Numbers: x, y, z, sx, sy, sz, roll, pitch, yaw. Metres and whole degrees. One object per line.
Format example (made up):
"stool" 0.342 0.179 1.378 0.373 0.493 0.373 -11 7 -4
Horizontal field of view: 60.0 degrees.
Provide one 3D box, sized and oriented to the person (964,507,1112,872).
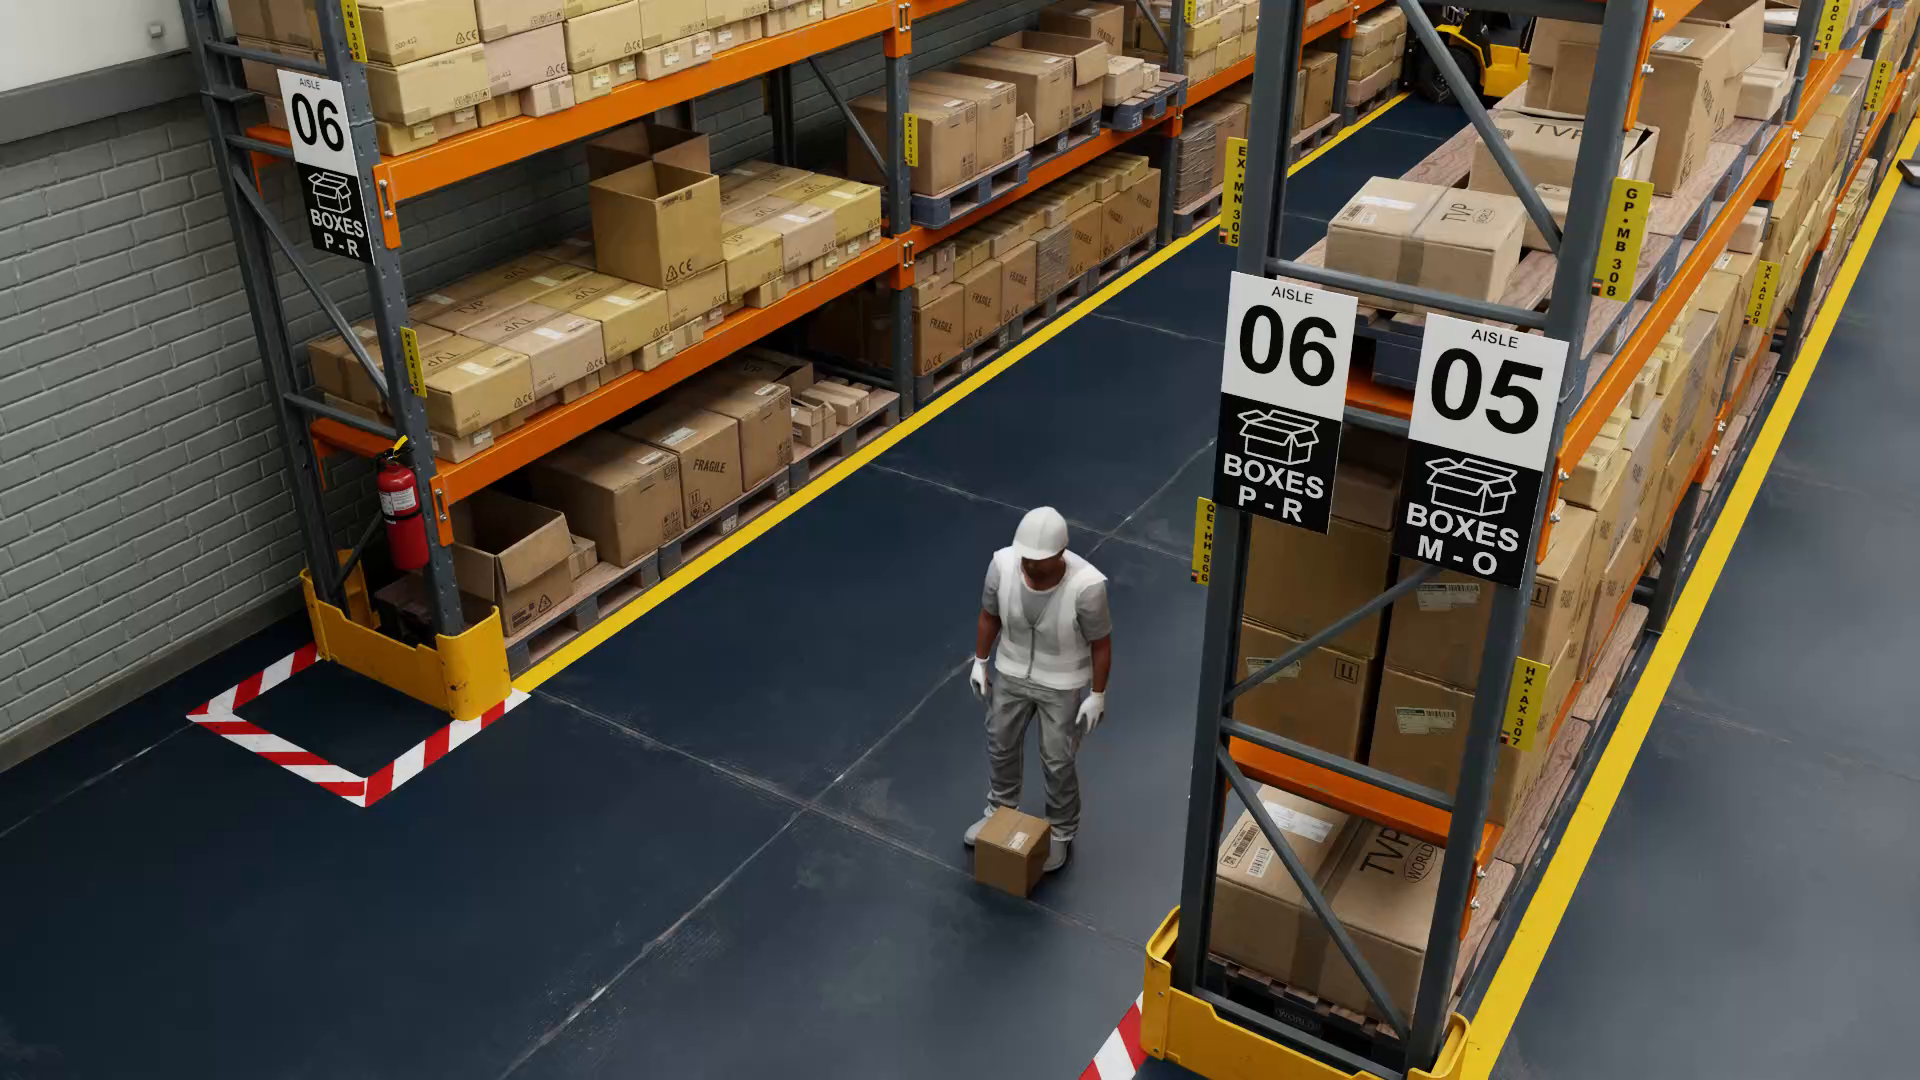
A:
"person" 0.334 0.612 7.129 0.619 1.772 0.450 14 33 23
